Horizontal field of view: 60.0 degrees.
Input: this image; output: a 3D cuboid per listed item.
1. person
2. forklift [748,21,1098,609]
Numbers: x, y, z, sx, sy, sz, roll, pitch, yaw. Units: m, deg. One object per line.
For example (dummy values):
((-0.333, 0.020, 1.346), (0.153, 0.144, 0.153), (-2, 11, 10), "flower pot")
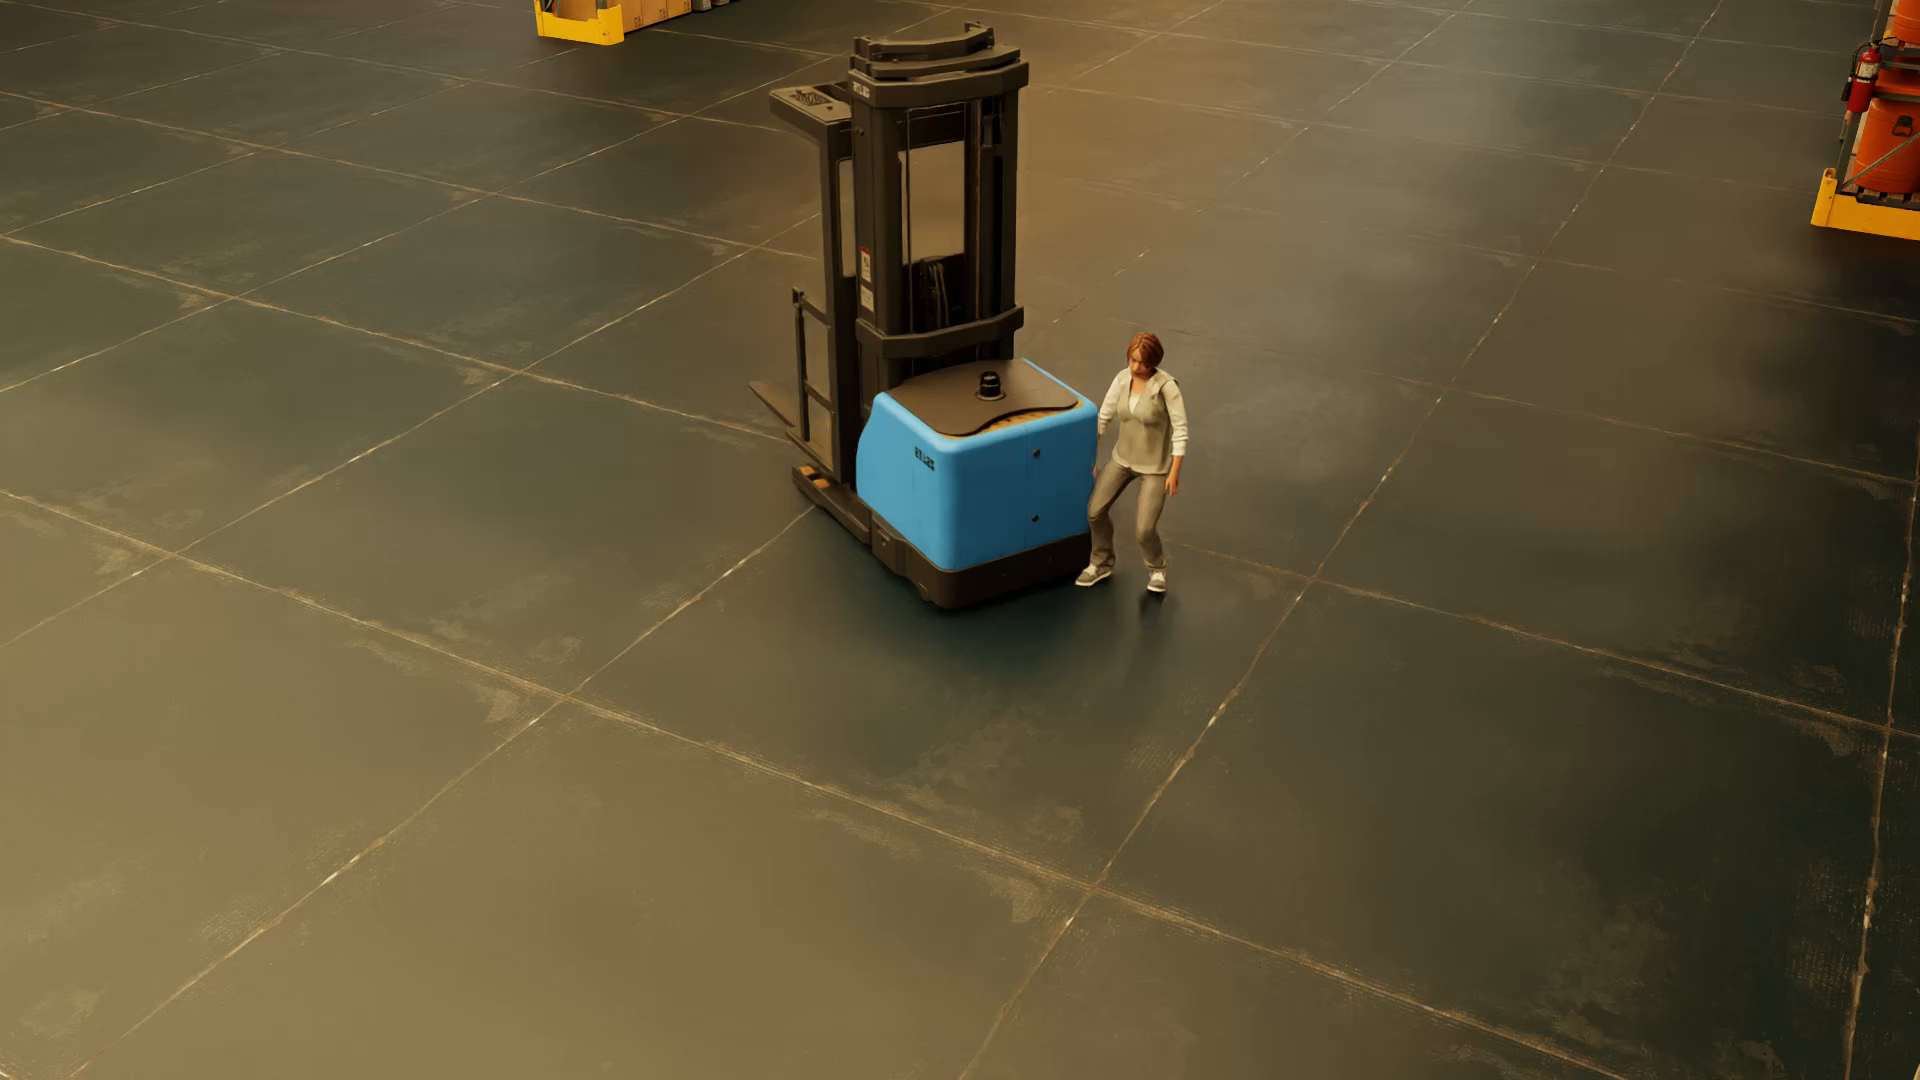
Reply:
((0.959, -0.403, 9.163), (0.610, 1.529, 0.430), (22, 37, 33), "person")
((-0.402, -1.591, 9.828), (1.130, 2.935, 3.031), (-16, 34, -26), "forklift")
